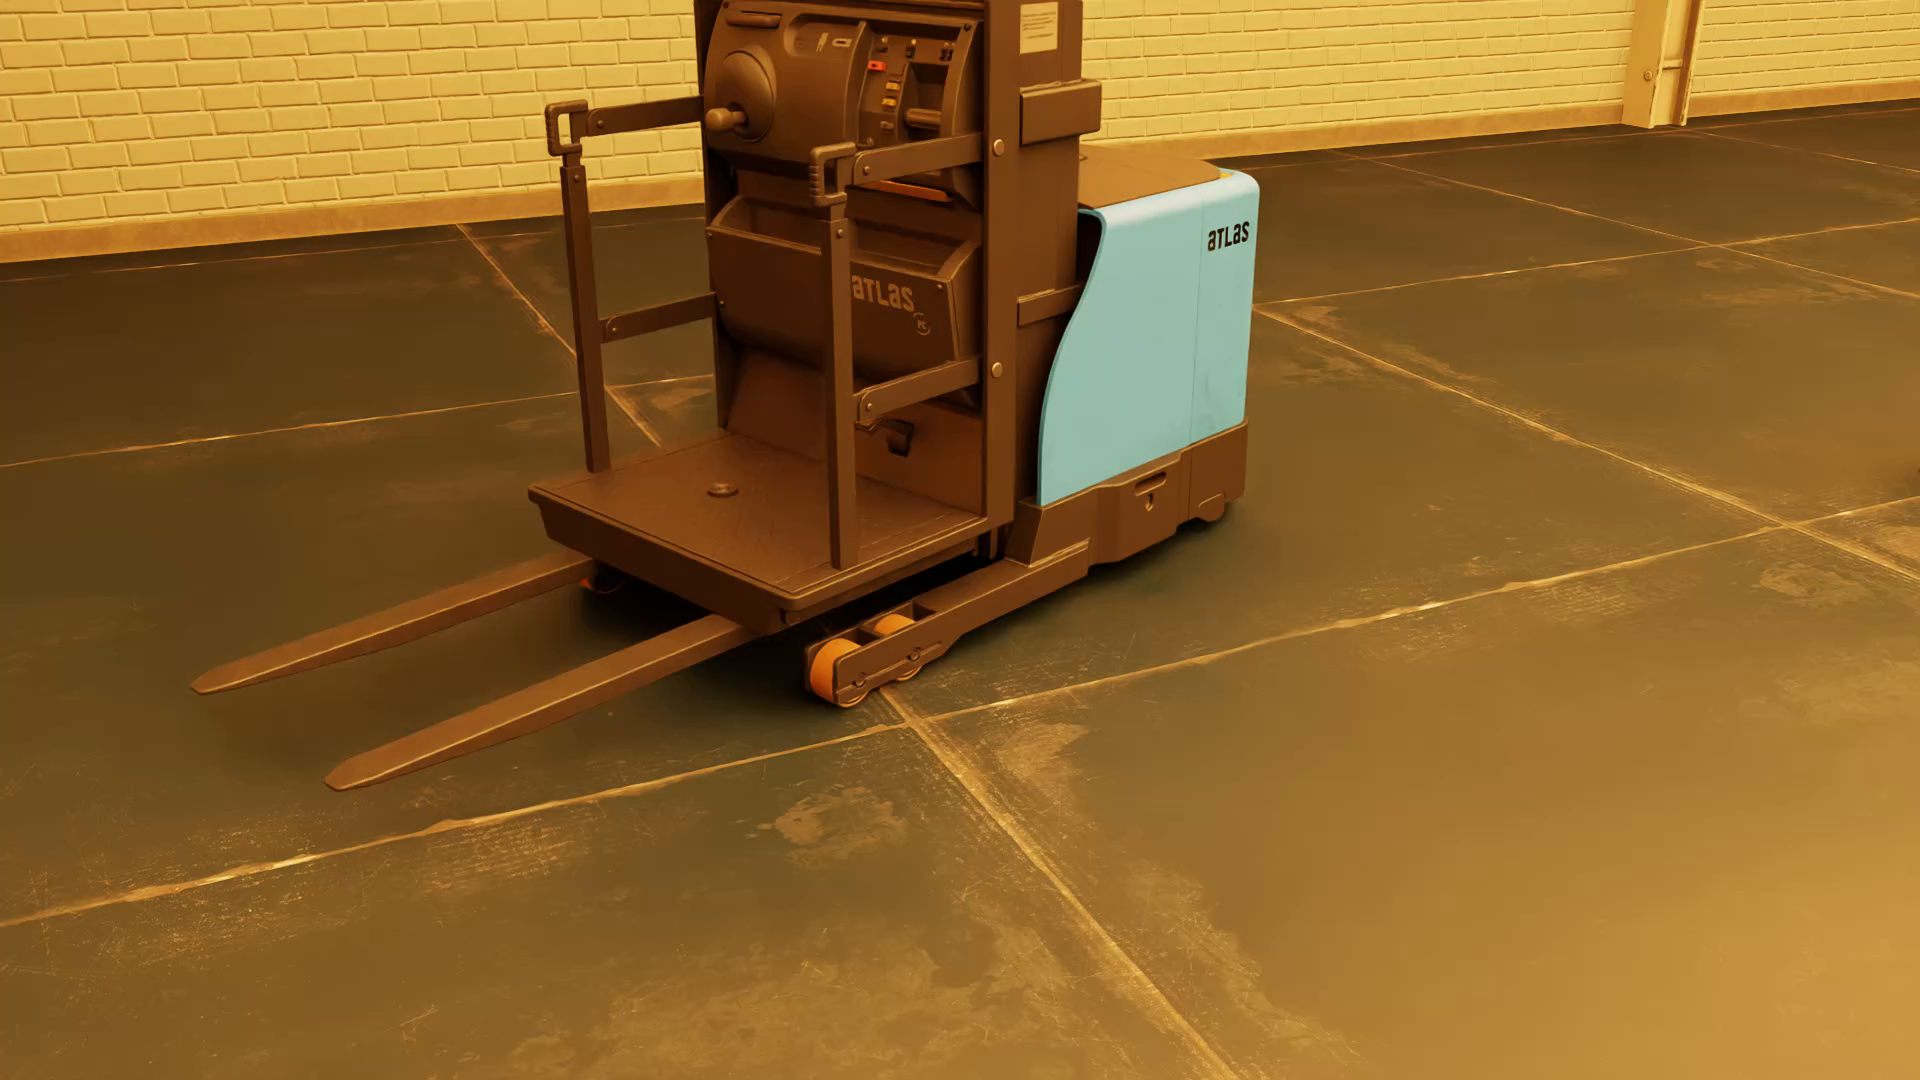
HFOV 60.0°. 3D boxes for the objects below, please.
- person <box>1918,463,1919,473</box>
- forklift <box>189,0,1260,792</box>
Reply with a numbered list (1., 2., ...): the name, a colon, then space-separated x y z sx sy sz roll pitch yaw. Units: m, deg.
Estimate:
1. person: 3.392 -1.013 5.233 0.451 1.778 0.612 -4 23 -9
2. forklift: -0.464 -1.161 4.081 1.130 2.935 3.031 19 29 39
